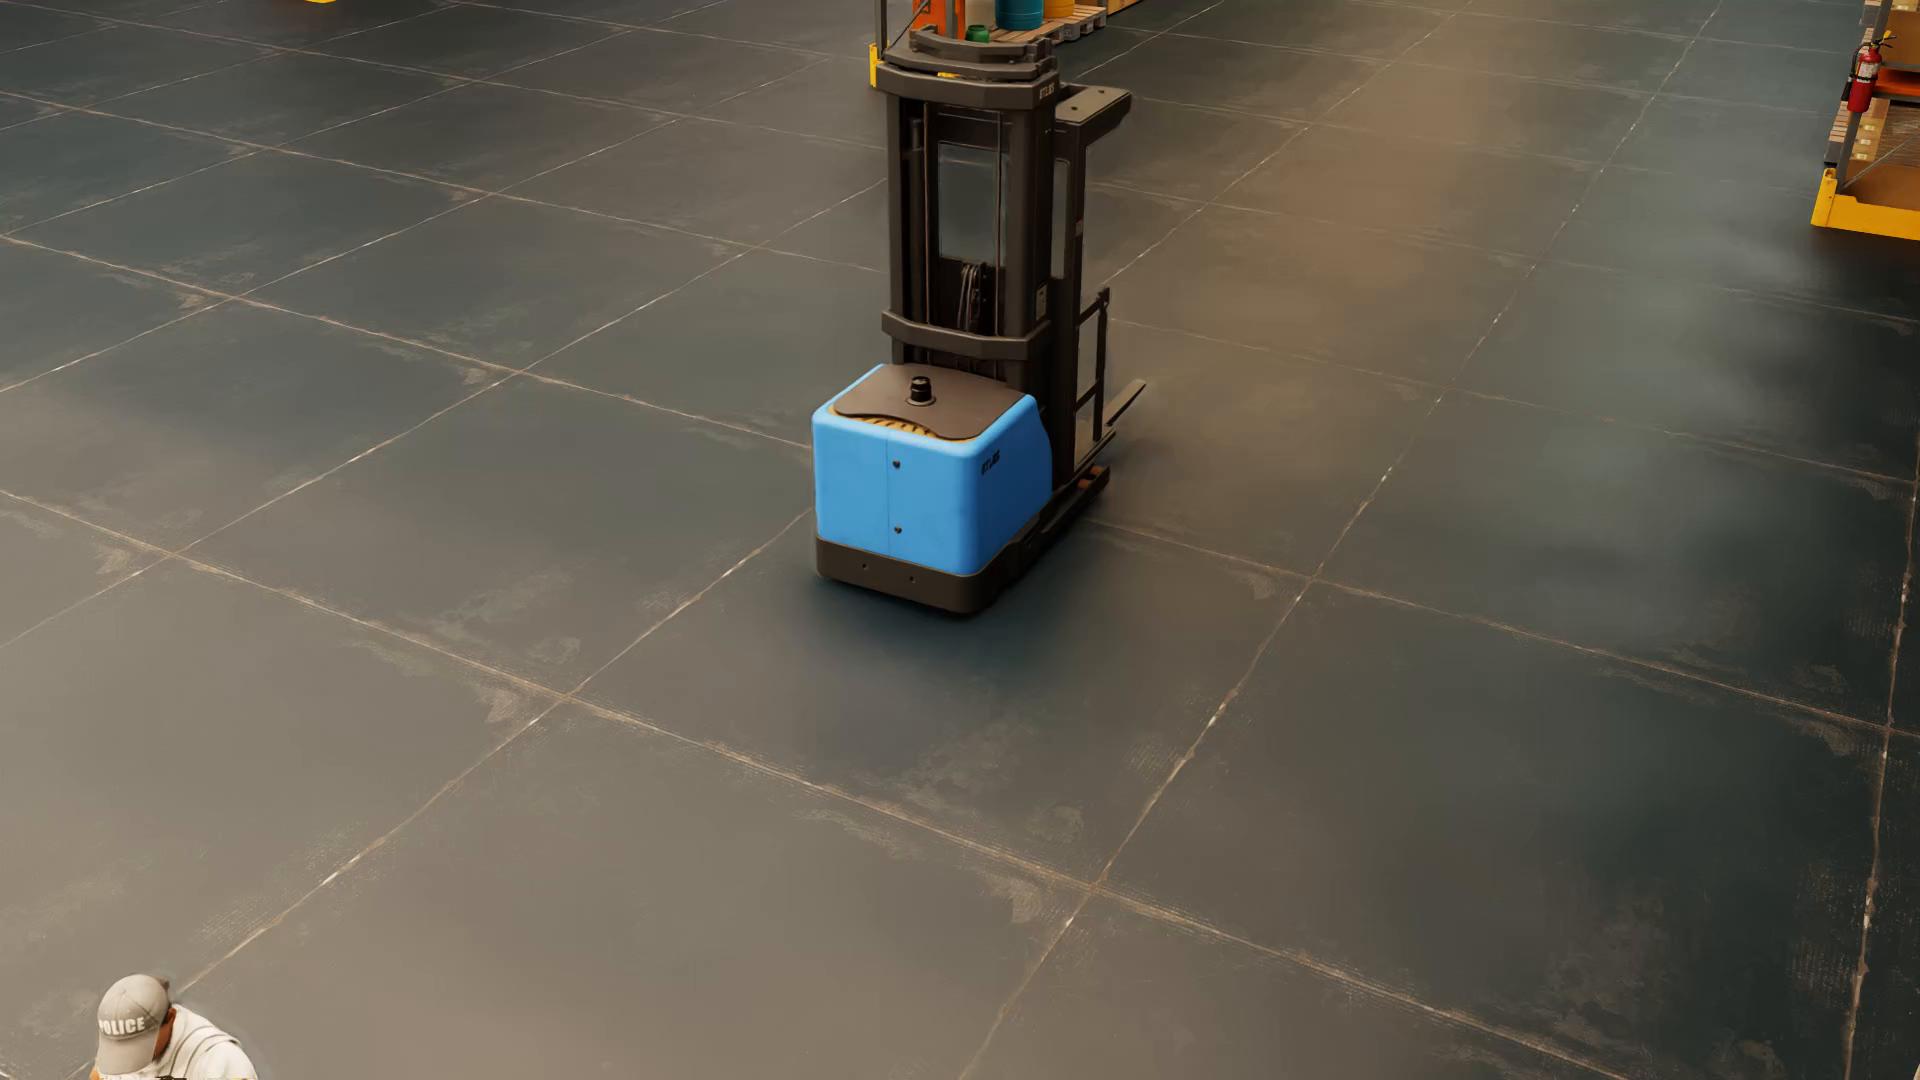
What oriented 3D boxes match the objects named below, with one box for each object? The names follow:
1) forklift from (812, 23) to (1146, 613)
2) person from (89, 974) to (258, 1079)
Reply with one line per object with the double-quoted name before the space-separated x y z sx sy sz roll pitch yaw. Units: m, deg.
"forklift" 0.294 -1.576 9.802 1.130 2.935 3.031 14 33 23
"person" -2.363 1.984 4.989 0.913 1.689 0.585 13 33 22
